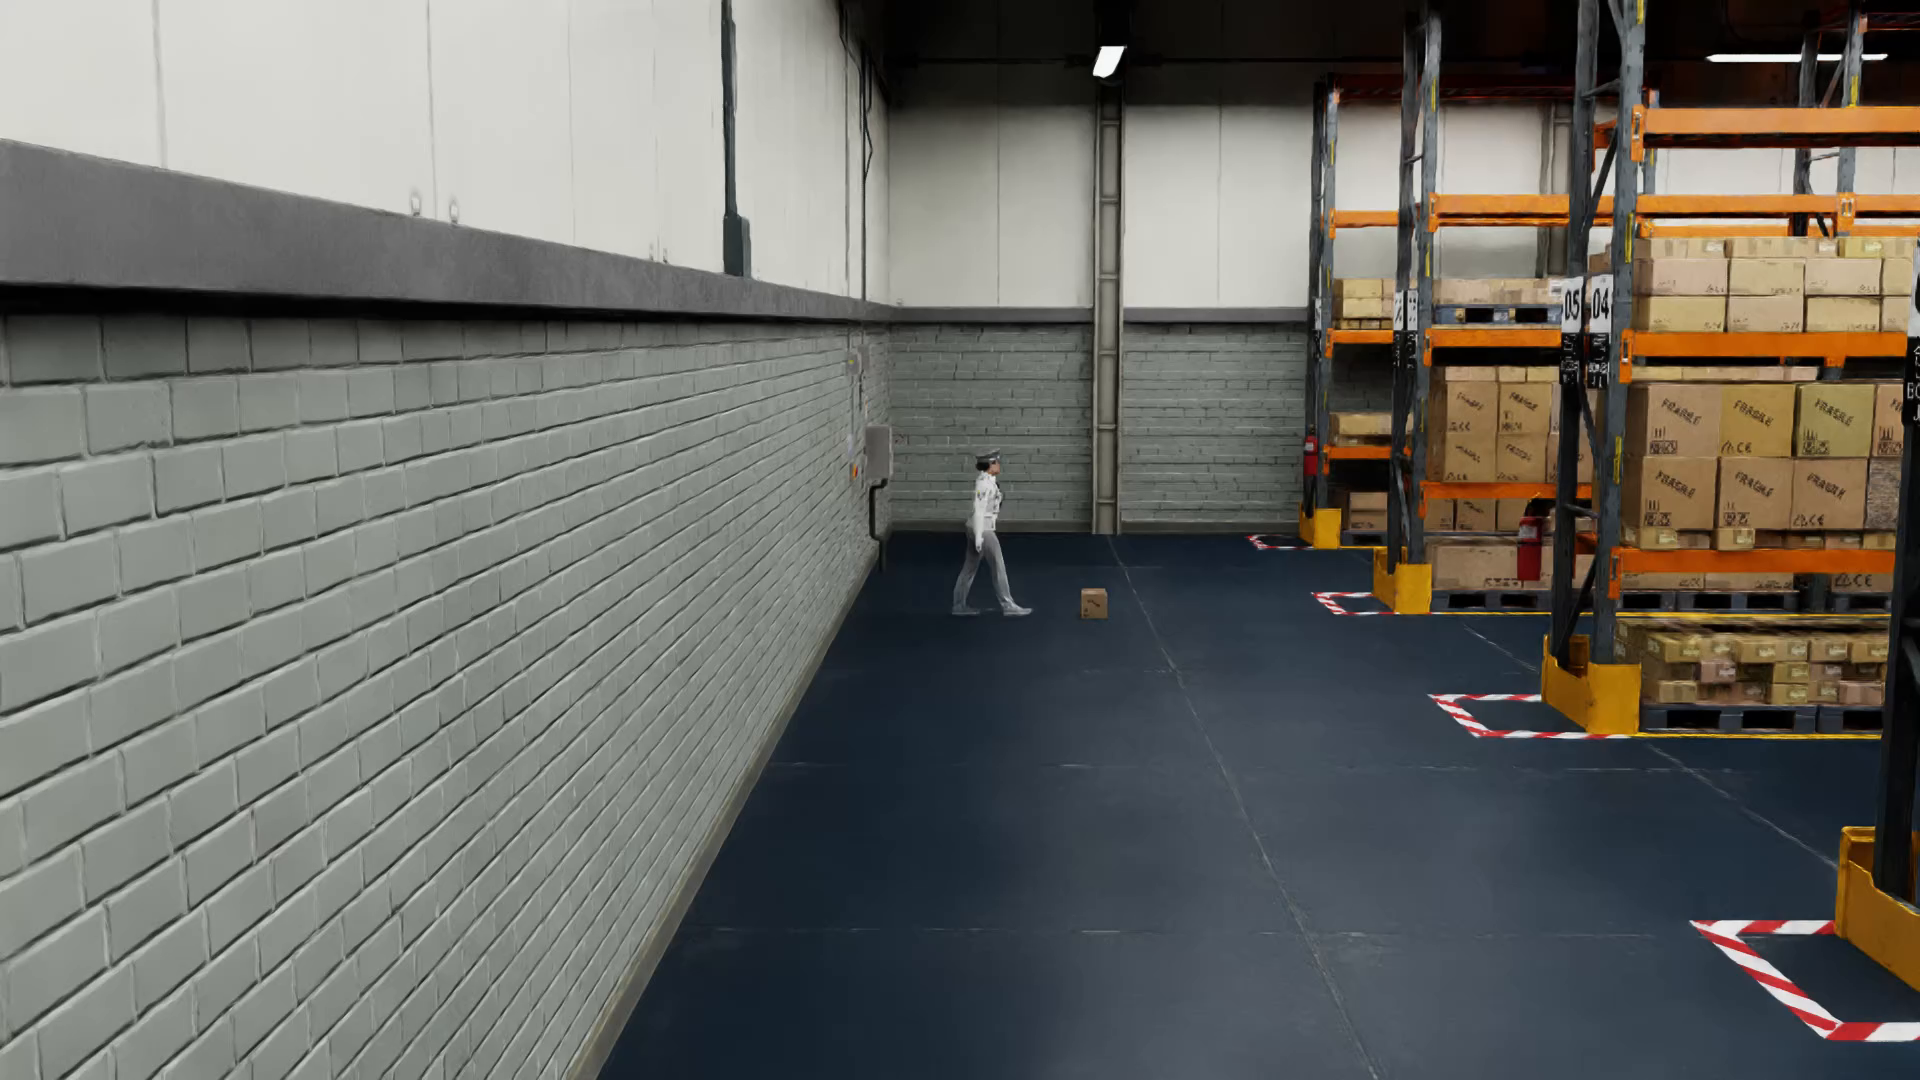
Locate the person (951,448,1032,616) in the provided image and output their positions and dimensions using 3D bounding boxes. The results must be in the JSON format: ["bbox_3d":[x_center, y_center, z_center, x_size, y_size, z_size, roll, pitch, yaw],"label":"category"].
[{"bbox_3d":[0.303,-0.086,16.291,0.786,1.643,0.502,-1,7,-5],"label":"person"}]
